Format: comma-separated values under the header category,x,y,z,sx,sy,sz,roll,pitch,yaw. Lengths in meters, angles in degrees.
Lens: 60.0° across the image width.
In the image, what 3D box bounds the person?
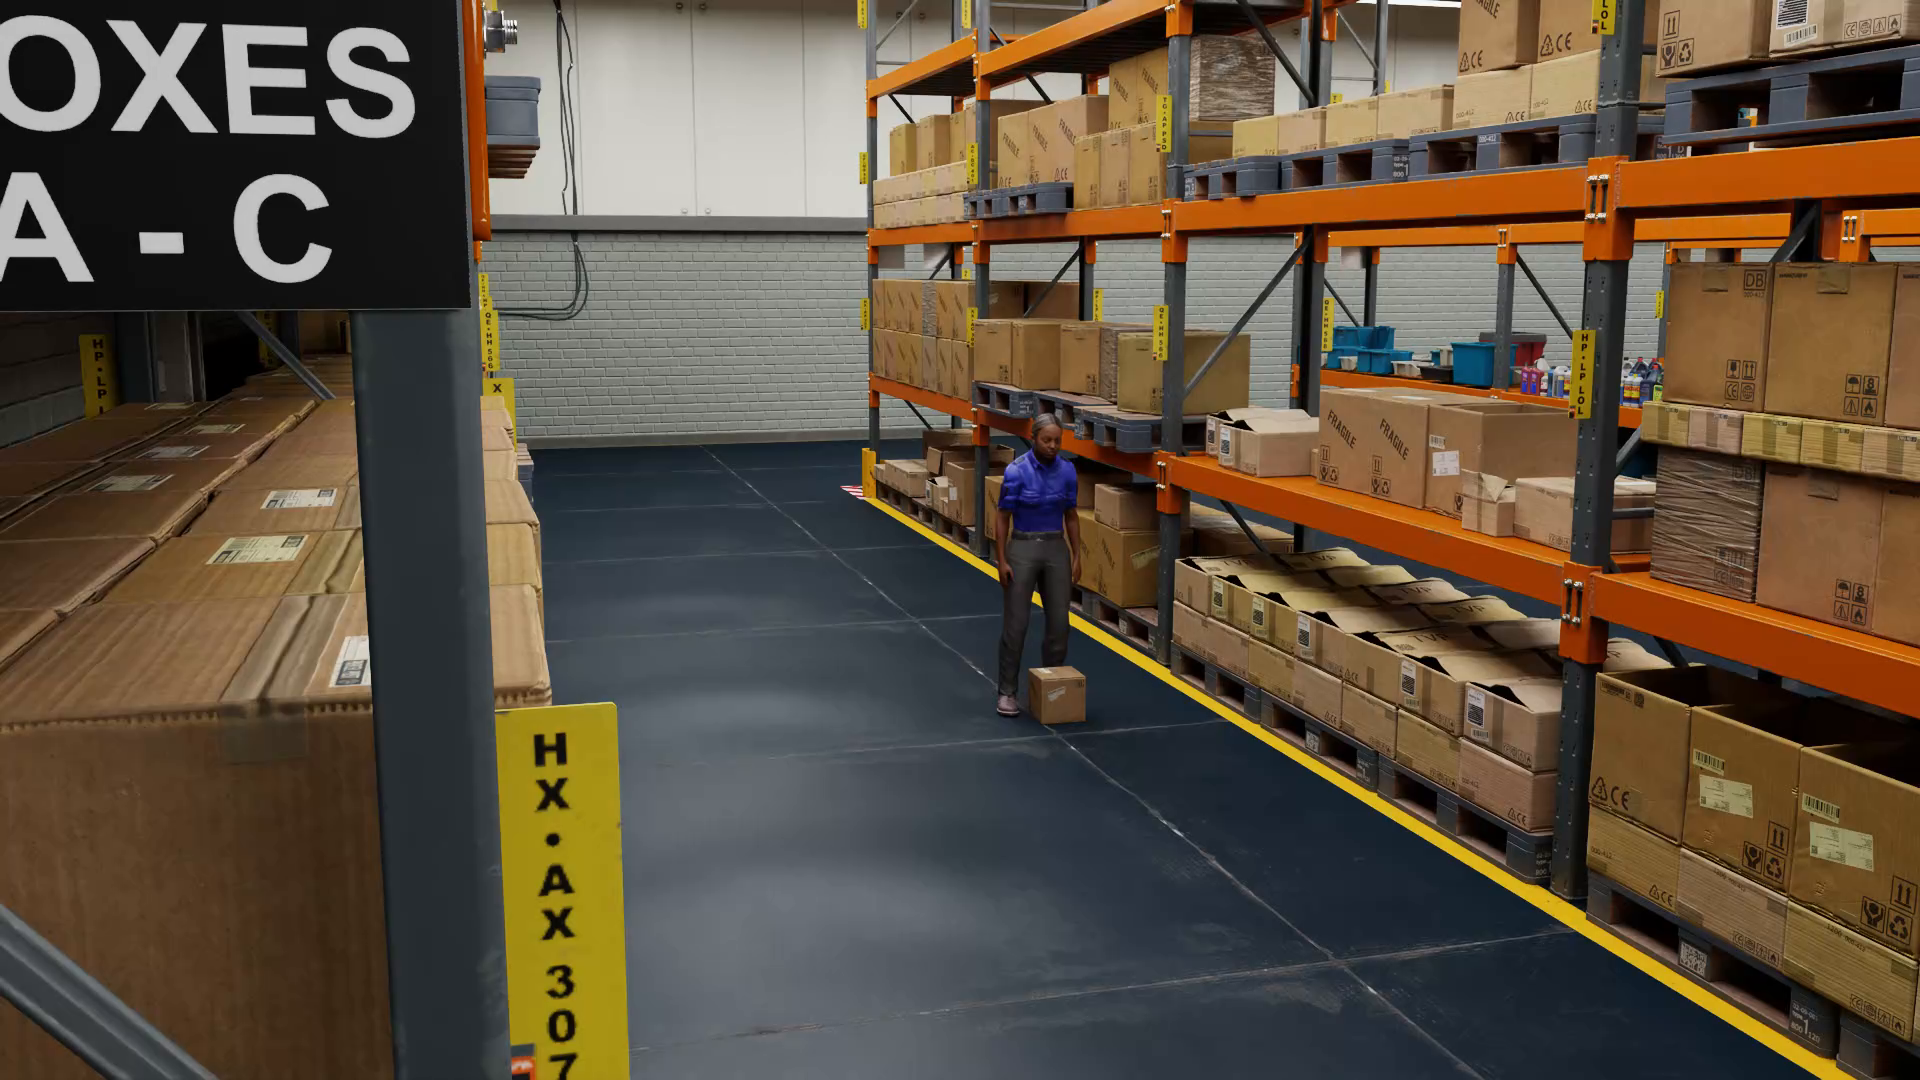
category,x,y,z,sx,sy,sz,roll,pitch,yaw
person,0.429,0.119,9.172,0.514,1.654,0.352,-3,10,-17
